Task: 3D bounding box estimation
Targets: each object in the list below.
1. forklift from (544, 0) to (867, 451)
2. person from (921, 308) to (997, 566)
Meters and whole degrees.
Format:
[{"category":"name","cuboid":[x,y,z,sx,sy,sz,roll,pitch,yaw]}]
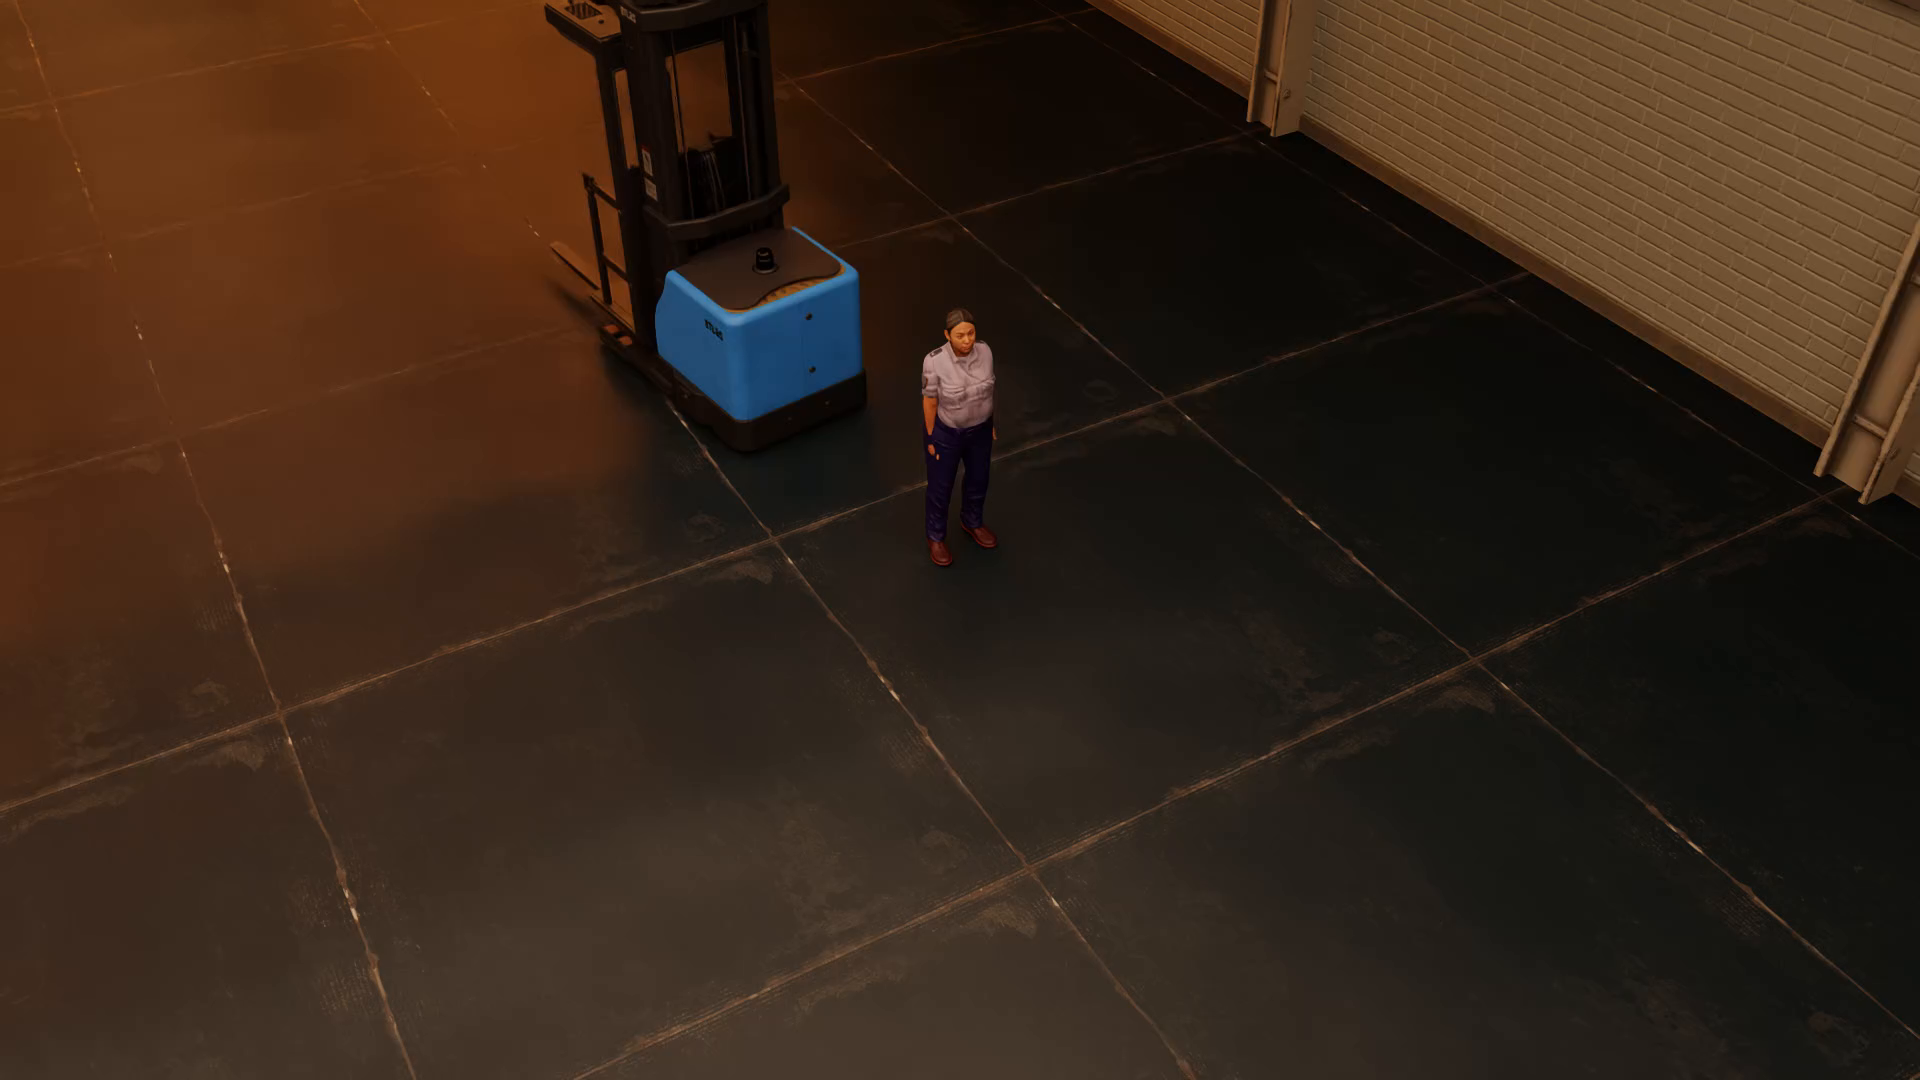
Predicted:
[{"category":"forklift","cuboid":[-1.942,-2.593,11.162,1.130,2.935,3.031,-27,47,-28]},{"category":"person","cuboid":[-0.003,-0.627,9.804,0.483,1.651,0.365,-20,44,-23]}]
